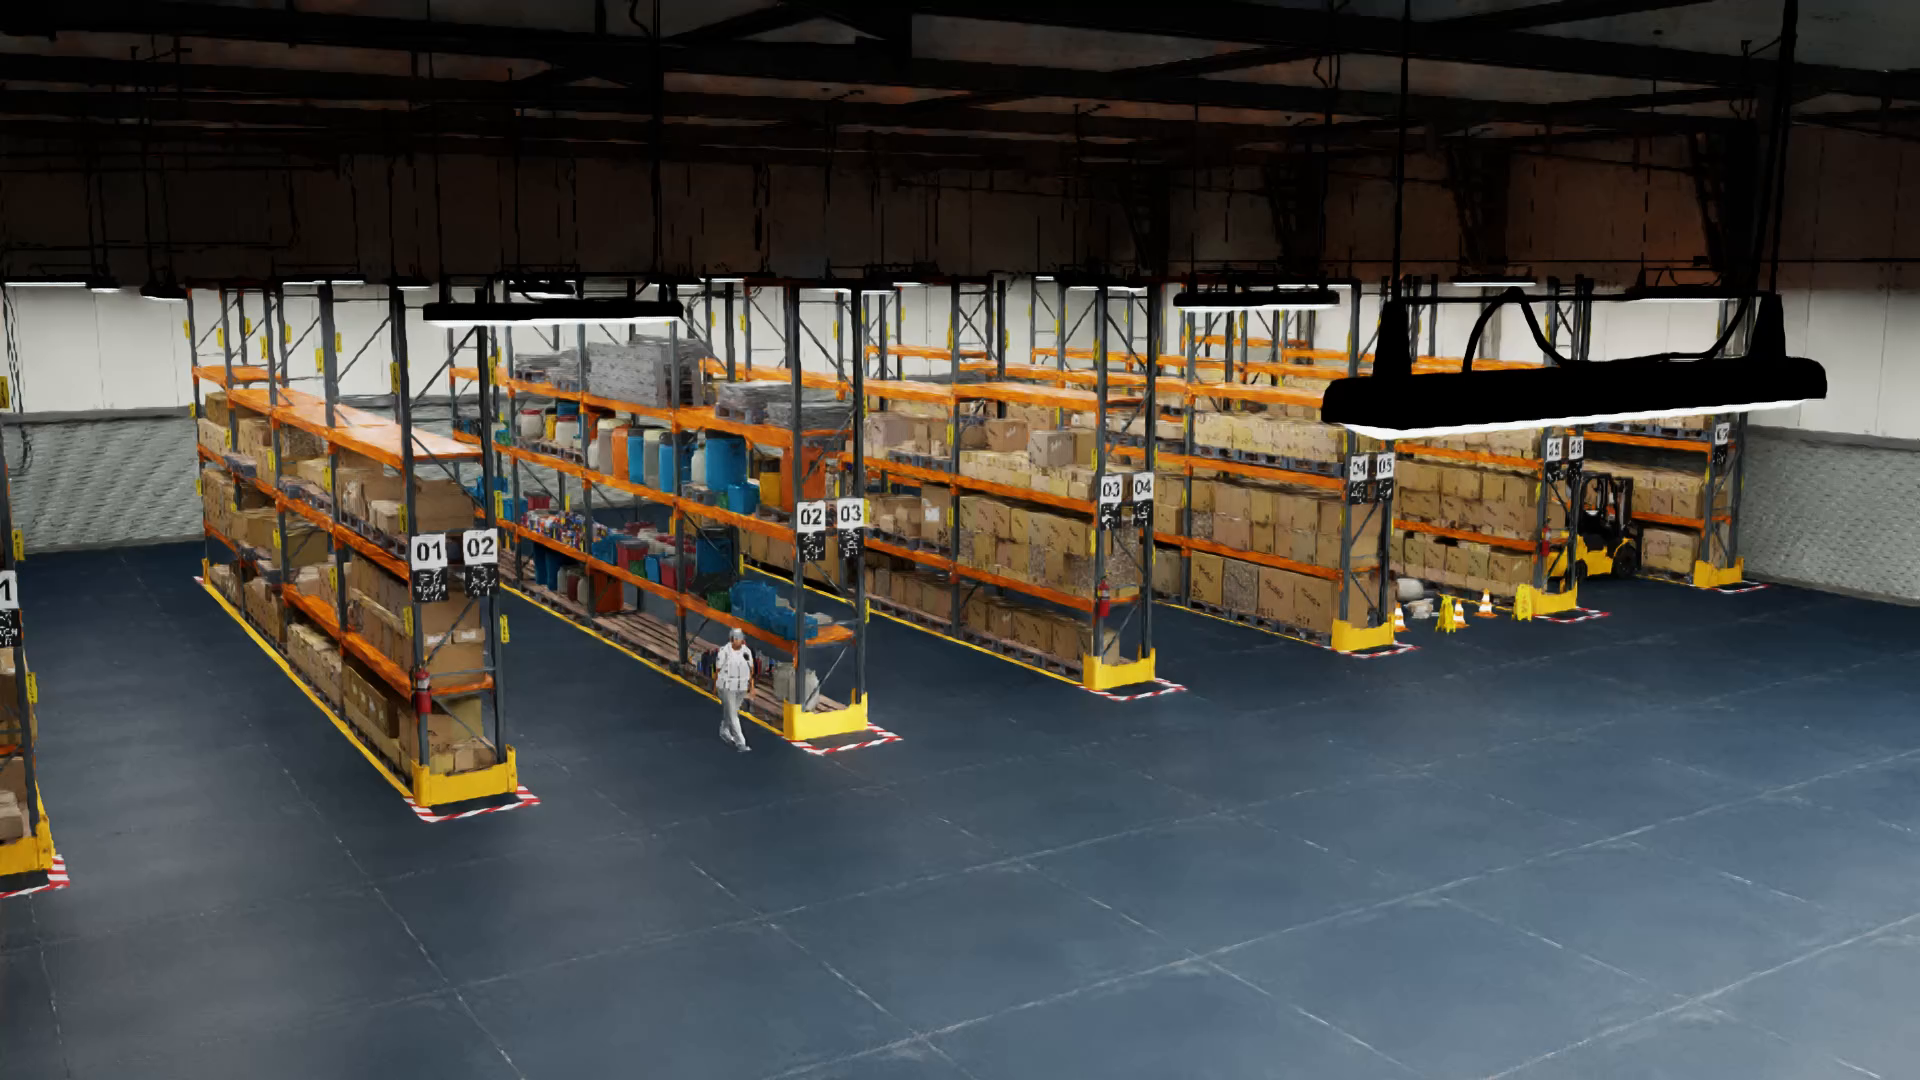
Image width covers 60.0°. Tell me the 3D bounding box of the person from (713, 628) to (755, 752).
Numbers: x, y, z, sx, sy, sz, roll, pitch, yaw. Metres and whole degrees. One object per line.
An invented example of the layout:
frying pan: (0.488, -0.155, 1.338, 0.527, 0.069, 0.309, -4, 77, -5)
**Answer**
person: (-2.898, 1.920, 21.671, 0.497, 1.596, 0.997, -7, 12, -37)

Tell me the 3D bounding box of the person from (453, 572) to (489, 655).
person: (-8.028, 1.015, 26.747, 0.536, 1.707, 1.021, -8, 12, -40)

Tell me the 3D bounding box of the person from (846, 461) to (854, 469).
person: (-2.707, -1.465, 41.786, 0.569, 1.669, 0.475, 4, 10, 23)
